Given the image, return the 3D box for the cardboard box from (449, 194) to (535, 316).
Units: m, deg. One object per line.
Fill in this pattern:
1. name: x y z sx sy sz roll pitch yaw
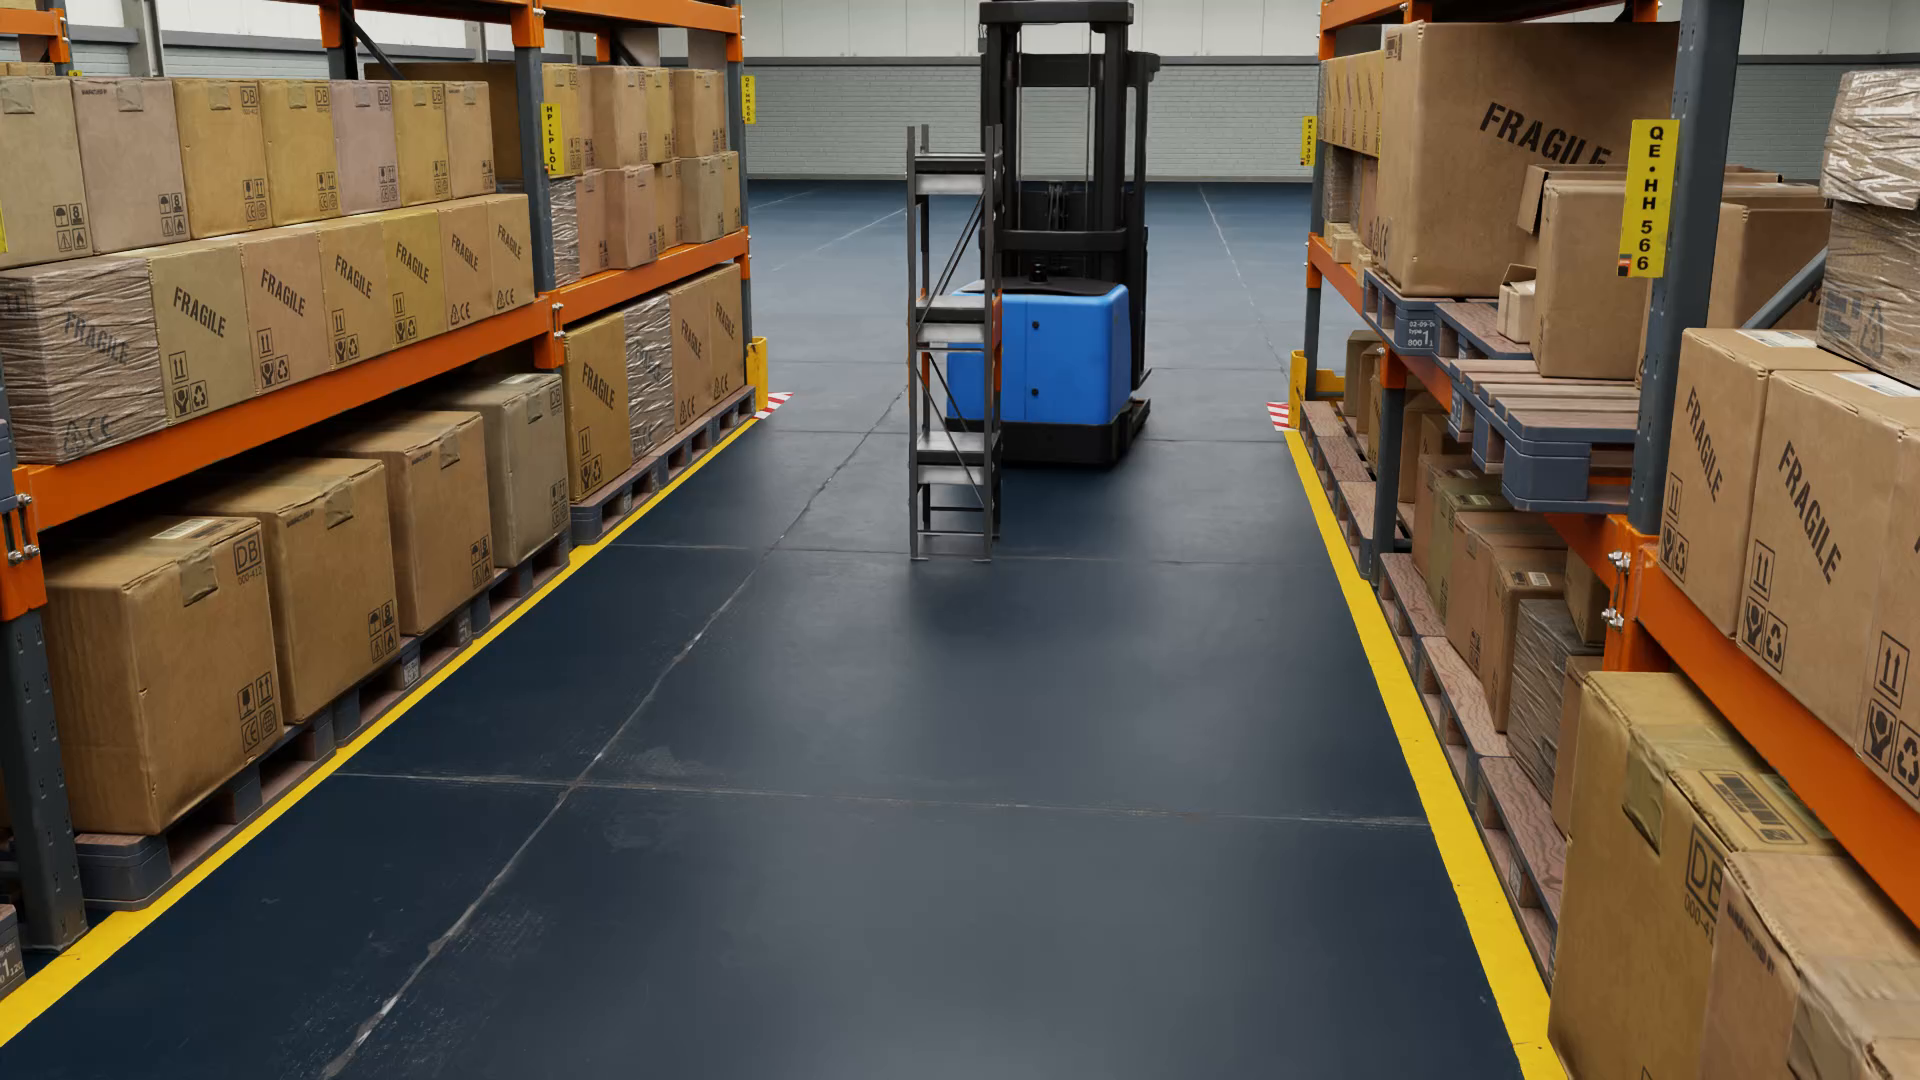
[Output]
1. cardboard box: -2.267 -1.298 7.523 0.500 0.500 0.500 2 15 6

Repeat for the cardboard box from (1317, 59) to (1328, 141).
1. cardboard box: 2.562 -2.798 10.585 0.500 0.500 0.500 2 15 6

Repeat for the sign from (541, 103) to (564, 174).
1. sign: -1.933 -1.900 7.875 0.100 0.325 0.005 2 15 6

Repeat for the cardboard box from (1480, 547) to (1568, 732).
1. cardboard box: 2.155 0.346 5.584 0.700 0.500 0.500 3 15 11

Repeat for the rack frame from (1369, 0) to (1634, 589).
1. rack frame: 2.444 -1.220 7.429 1.000 3.000 0.127 2 15 6

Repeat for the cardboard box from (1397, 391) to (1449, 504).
1. cardboard box: 2.816 -1.637 9.621 1.144 2.239 2.984 7 17 24

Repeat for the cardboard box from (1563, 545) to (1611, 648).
1. cardboard box: 2.088 0.137 4.919 0.500 0.250 0.500 3 16 13

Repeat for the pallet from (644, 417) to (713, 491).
1. pallet: -2.175 -0.559 10.324 1.003 0.211 1.213 2 15 6

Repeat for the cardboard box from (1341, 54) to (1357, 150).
1. cardboard box: 2.393 -2.409 9.146 0.500 0.500 0.500 2 15 6

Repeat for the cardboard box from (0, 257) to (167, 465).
1. cardboard box: -2.606 -0.512 4.617 0.500 0.500 0.500 2 15 7

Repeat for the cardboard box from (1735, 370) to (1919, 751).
1. cardboard box: 1.868 0.028 2.622 1.016 0.500 0.509 1 15 5

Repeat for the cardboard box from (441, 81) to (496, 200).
1. cardboard box: -2.524 -1.795 7.445 0.700 0.500 0.500 1 15 5

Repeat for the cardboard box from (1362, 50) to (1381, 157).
1. cardboard box: 2.276 -2.149 8.188 0.500 0.500 0.500 2 15 6

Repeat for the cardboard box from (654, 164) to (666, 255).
1. cardboard box: -2.266 -1.981 9.956 0.875 0.550 0.500 2 15 6

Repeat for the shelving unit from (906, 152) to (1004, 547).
1. shelving unit: -5.811 -2.638 8.370 12.070 5.092 0.667 2 15 6

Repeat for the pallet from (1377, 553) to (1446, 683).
1. pallet: 2.357 0.328 7.046 1.003 0.211 1.213 2 15 6

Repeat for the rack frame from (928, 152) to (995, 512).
1. rack frame: 0.008 -1.034 8.463 0.380 1.831 0.006 2 15 6

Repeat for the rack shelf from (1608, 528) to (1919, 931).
1. rack shelf: 1.766 0.683 1.768 1.077 0.370 4.000 2 15 6

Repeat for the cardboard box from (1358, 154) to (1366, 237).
1. cardboard box: 2.681 -1.798 9.090 0.875 0.649 0.860 2 15 6

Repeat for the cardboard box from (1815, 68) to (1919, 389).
1. cardboard box: 1.894 -0.526 2.748 0.797 0.503 0.637 2 15 8

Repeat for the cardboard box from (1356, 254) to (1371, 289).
1. cardboard box: 2.219 -1.359 8.424 0.380 0.149 0.250 2 15 6

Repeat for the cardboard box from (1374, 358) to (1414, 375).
1. cardboard box: 2.685 -0.775 9.764 0.500 0.500 0.500 3 15 11

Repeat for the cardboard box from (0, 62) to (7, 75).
1. cardboard box: -6.857 -2.954 11.164 0.700 0.500 0.500 2 15 7

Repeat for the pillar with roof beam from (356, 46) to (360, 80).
1. pillar with roof beam: -6.550 -9.979 28.325 9.100 9.000 0.400 2 15 6

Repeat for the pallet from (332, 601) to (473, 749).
1. pallet: -2.621 0.473 6.508 1.003 0.211 1.213 2 15 6

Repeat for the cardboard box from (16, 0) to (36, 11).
1. cardboard box: -6.714 -3.776 11.613 0.380 0.149 0.250 2 15 7

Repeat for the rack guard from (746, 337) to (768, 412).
1. rack guard: -2.019 -1.230 12.252 1.175 0.500 0.348 2 15 6

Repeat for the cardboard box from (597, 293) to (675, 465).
1. cardboard box: -2.235 -0.965 9.749 0.875 0.875 0.875 2 15 7

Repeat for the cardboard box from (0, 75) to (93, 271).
1. cardboard box: -2.864 -1.002 4.515 0.700 0.500 0.500 2 15 6

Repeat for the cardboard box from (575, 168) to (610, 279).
1. cardboard box: -2.404 -1.704 8.931 0.875 0.550 0.550 2 15 6

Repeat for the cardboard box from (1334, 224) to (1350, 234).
1. cardboard box: 2.528 -1.875 10.333 0.380 0.149 0.250 2 15 6

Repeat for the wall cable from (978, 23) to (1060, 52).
1. wall cable: 1.604 -15.301 41.493 2.305 6.003 0.169 2 15 6

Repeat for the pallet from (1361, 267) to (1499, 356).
1. pallet: 2.213 -0.934 6.736 1.003 0.211 1.213 2 15 6

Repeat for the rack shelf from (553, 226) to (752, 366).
1. rack shelf: -2.248 -1.564 10.078 1.077 0.370 4.000 2 15 6

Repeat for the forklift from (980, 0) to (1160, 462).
1. forklift: 0.735 -2.216 11.242 1.121 2.935 3.031 3 16 12

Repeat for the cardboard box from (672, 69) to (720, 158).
1. cardboard box: -2.073 -2.783 10.853 0.875 0.550 0.550 2 15 6

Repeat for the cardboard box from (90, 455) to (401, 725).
1. cardboard box: -2.671 0.146 5.881 1.050 0.750 0.750 2 15 7

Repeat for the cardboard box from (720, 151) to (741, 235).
1. cardboard box: -2.019 -2.405 11.522 0.875 0.550 0.550 2 15 6

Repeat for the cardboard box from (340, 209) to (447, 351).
1. cardboard box: -2.381 -1.036 6.554 0.500 0.500 0.500 2 15 7

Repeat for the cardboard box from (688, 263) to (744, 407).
1. cardboard box: -2.033 -1.429 11.467 0.875 0.875 0.875 2 15 7

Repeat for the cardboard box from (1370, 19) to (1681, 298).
1. cardboard box: 2.215 -1.511 6.549 1.000 1.000 1.000 2 15 7

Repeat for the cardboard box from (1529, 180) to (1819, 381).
1. cardboard box: 1.977 -0.723 4.593 0.700 0.500 0.500 4 16 15

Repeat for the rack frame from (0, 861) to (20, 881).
1. rack frame: -2.921 -0.355 4.229 0.949 2.616 0.053 2 15 6

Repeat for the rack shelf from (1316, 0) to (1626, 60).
1. rack shelf: 2.669 -2.840 9.049 1.077 0.370 4.000 2 15 6

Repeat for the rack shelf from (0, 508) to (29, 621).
1. rack shelf: -3.150 0.511 2.405 1.077 0.370 4.000 2 15 6

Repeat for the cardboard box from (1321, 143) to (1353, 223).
1. cardboard box: 2.806 -2.308 10.689 0.875 0.500 0.500 2 15 6

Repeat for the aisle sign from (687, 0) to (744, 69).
1. aisle sign: -1.716 -3.695 11.598 0.394 0.787 0.004 2 15 6

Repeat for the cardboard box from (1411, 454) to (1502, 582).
1. cardboard box: 2.353 -0.067 7.111 0.700 0.500 0.500 1 15 2

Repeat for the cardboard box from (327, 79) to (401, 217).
1. cardboard box: -2.637 -1.530 6.467 0.700 0.500 0.500 2 15 7

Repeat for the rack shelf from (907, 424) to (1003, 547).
1. rack shelf: -0.019 -0.282 8.415 0.431 0.518 0.480 2 15 6

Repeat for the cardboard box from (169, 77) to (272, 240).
1. cardboard box: -2.753 -1.267 5.493 0.700 0.500 0.500 1 15 5

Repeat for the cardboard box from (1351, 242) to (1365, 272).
1. cardboard box: 2.360 -1.552 9.137 0.380 0.149 0.250 2 15 6

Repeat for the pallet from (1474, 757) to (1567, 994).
1. pallet: 2.082 0.961 4.705 1.003 0.211 1.213 2 15 6
